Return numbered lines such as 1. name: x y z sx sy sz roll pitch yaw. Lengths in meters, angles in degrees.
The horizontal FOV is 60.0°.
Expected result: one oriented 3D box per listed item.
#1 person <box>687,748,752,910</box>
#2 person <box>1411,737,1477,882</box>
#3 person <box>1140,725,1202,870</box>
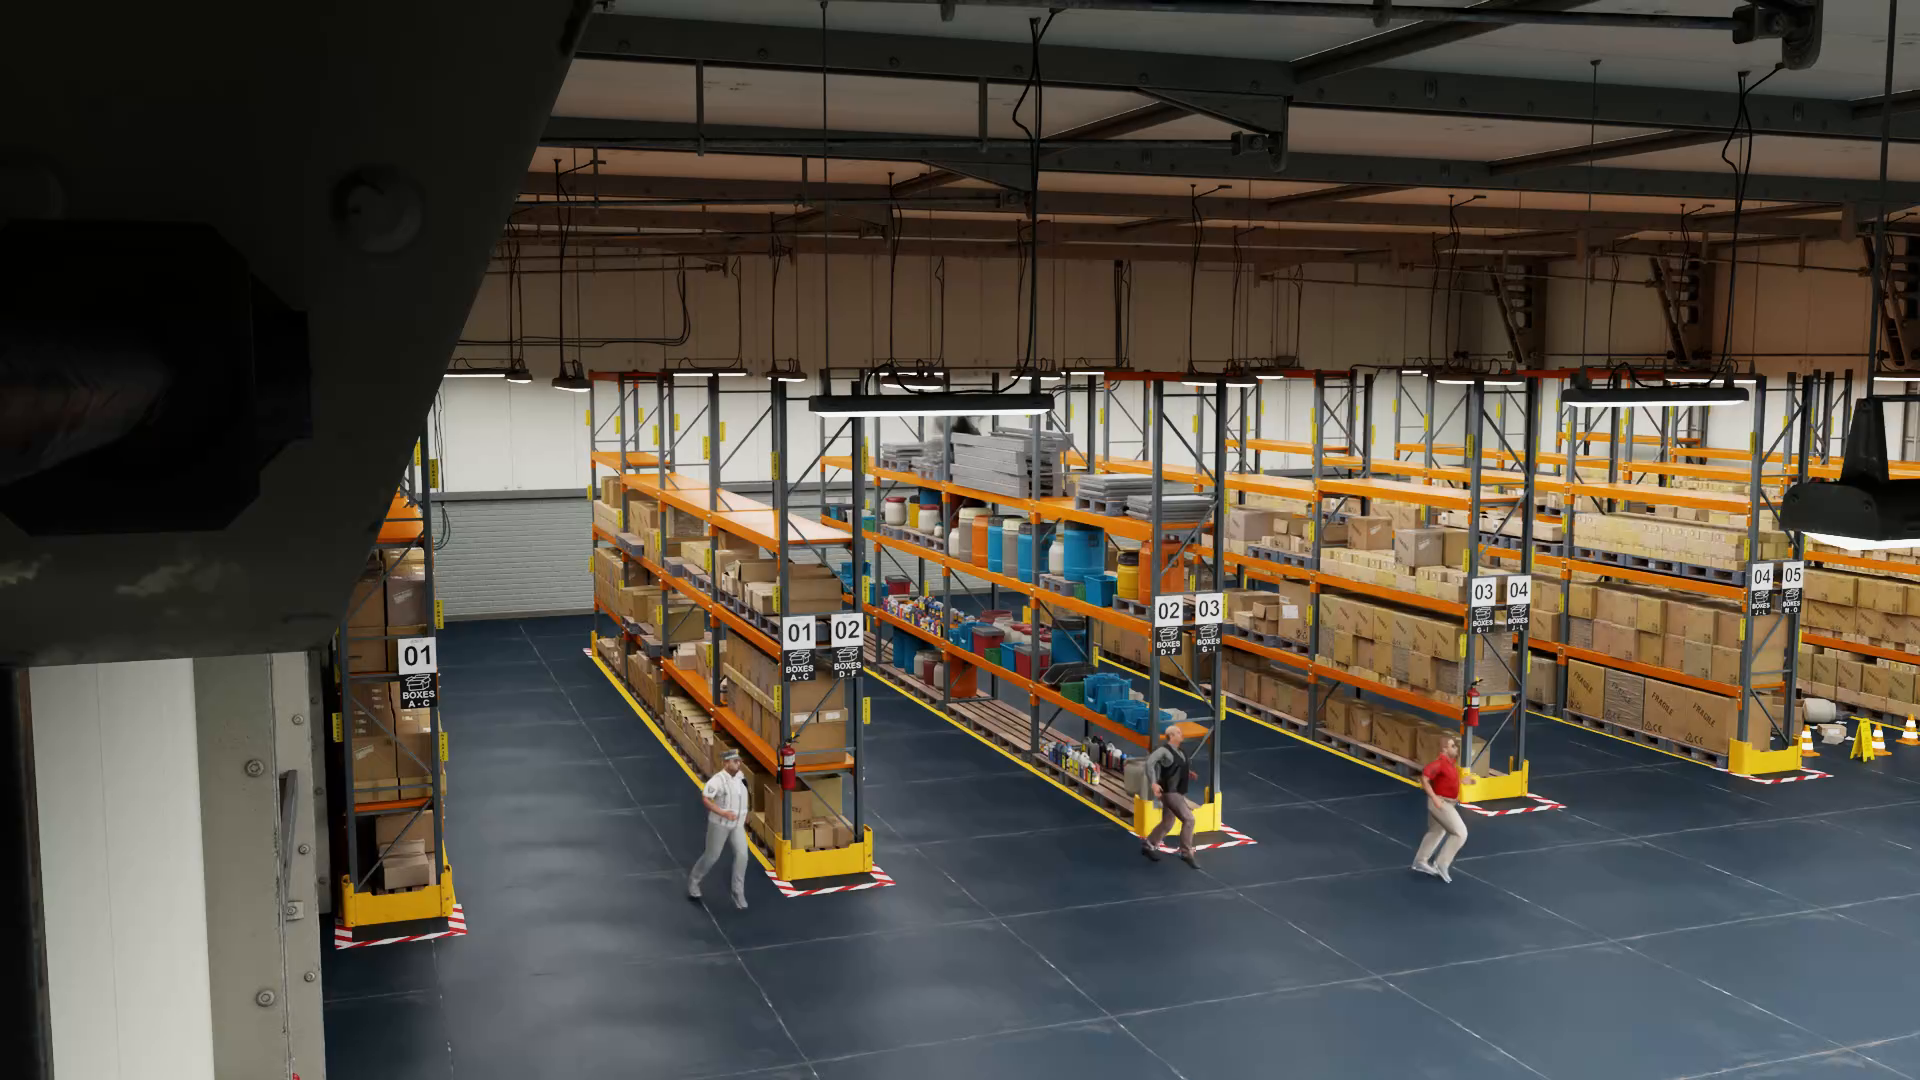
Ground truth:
1. person: -2.693 3.313 19.323 0.885 1.798 0.743 6 9 44
2. person: 5.871 3.259 20.132 0.738 1.777 0.627 2 7 14
3. person: 2.682 3.171 20.703 0.815 1.714 0.648 3 7 24
